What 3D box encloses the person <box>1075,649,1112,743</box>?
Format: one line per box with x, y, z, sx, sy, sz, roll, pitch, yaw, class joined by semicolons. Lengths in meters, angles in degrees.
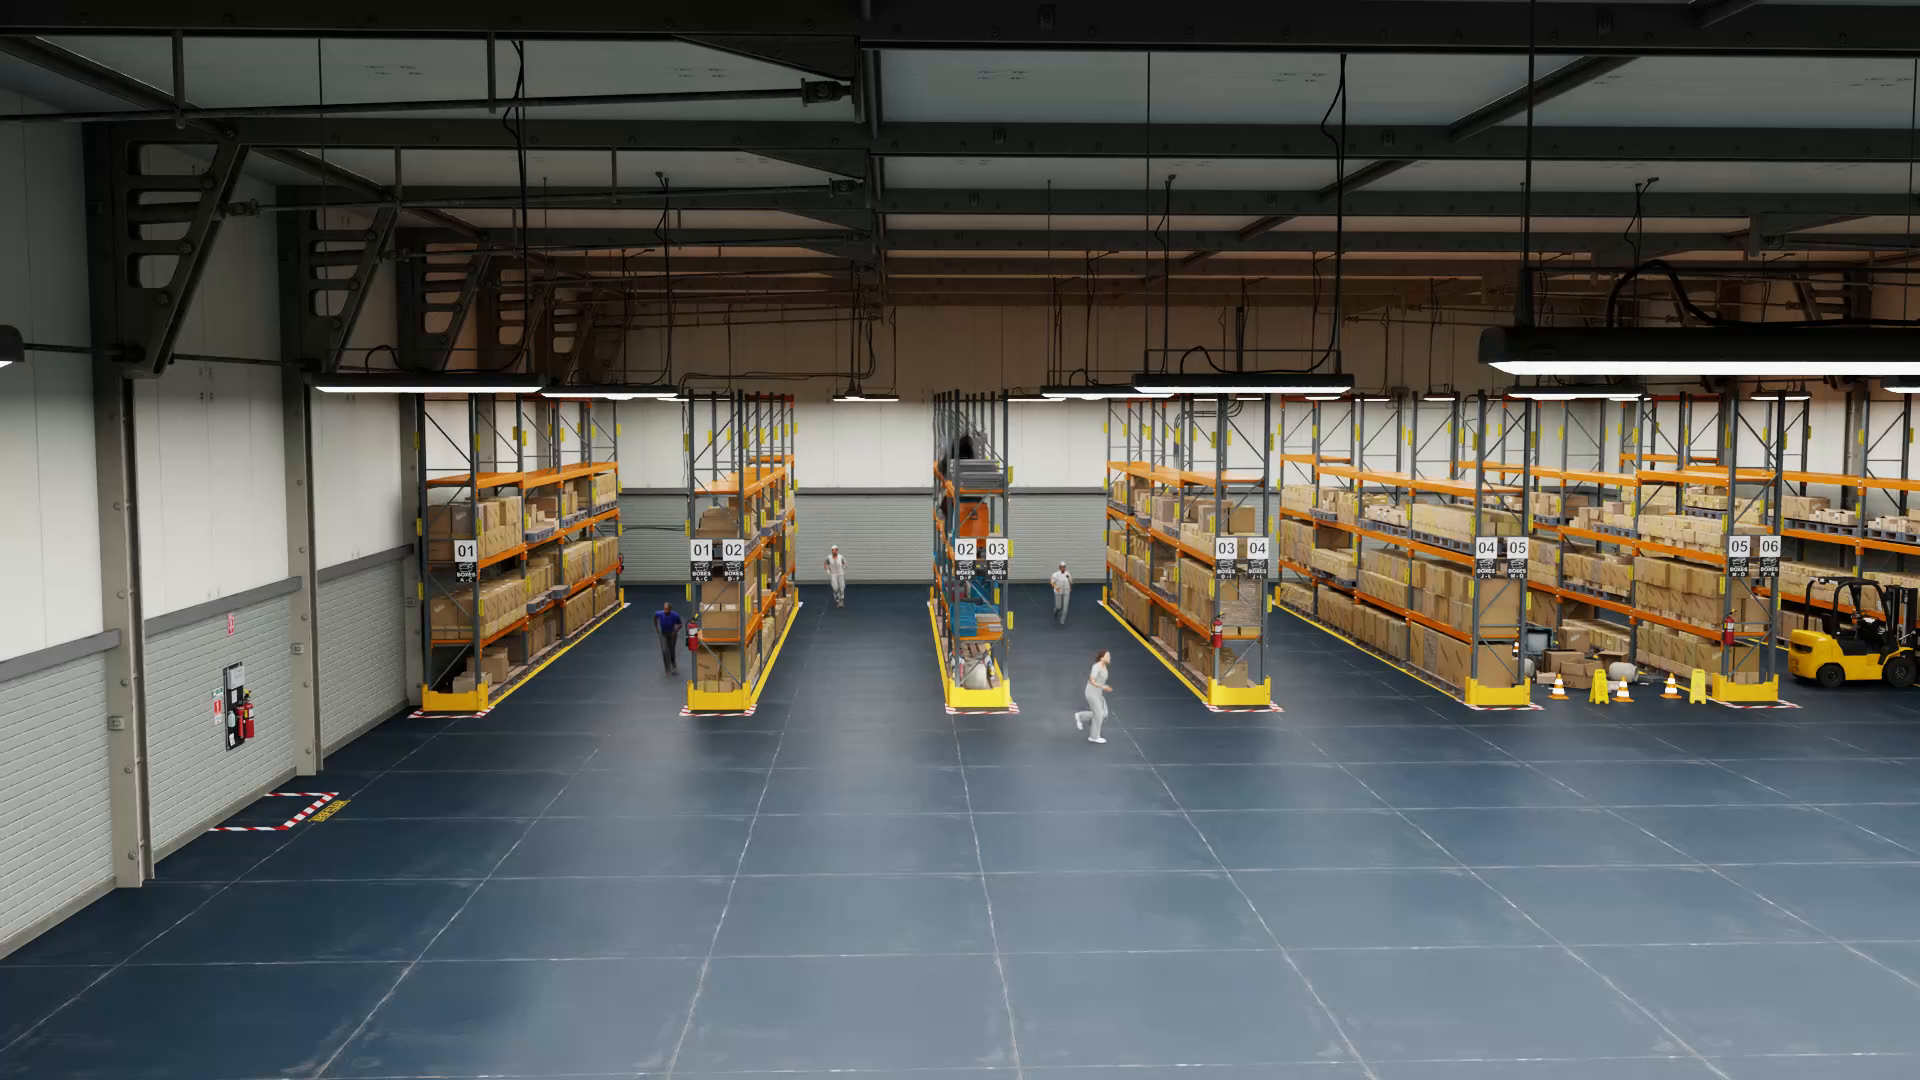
2.275;2.633;28.177;0.713;1.610;0.549;3;5;29;person

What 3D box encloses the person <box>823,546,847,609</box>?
-3.477;1.043;46.676;0.660;1.779;0.673;-1;5;-13;person

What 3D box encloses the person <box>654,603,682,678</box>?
-6.173;2.085;35.271;0.612;1.615;0.965;0;5;0;person

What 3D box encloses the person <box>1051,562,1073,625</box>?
2.658;1.382;43.325;0.595;1.622;0.561;-1;5;-11;person
